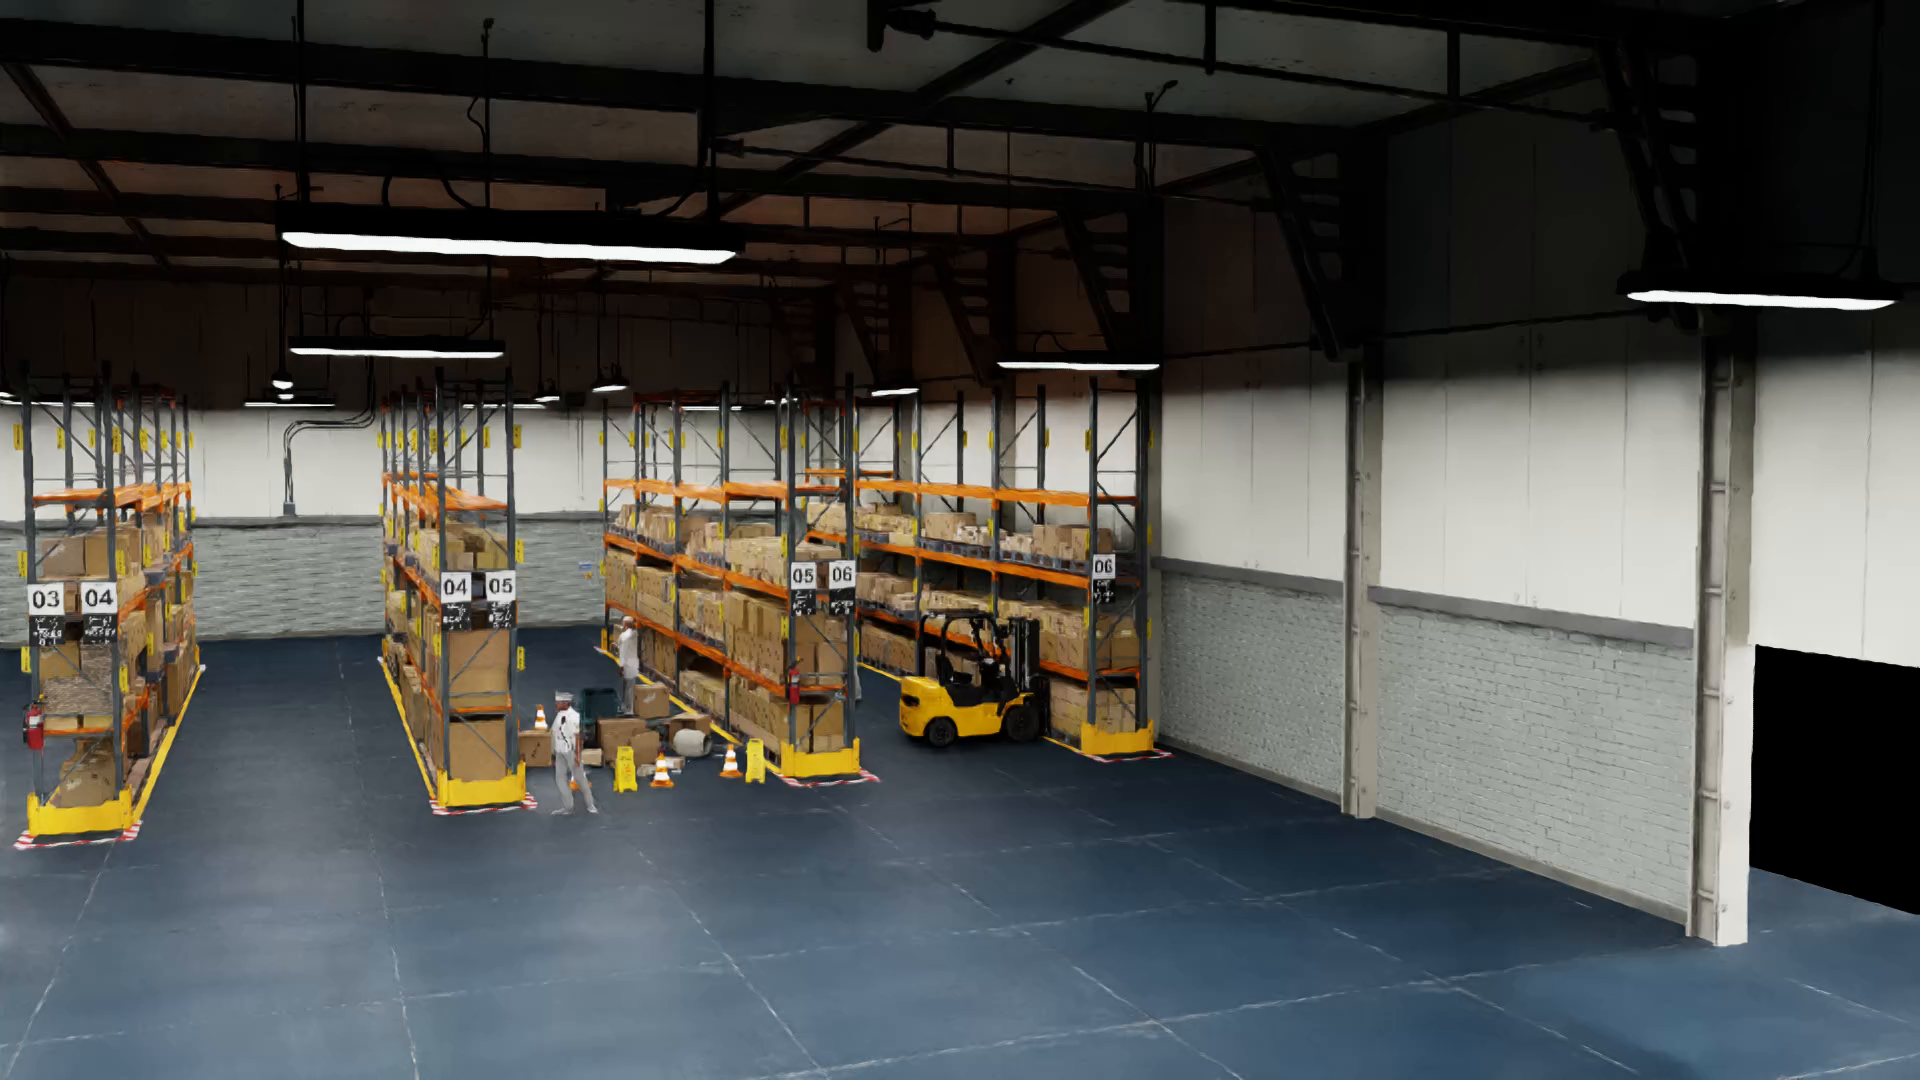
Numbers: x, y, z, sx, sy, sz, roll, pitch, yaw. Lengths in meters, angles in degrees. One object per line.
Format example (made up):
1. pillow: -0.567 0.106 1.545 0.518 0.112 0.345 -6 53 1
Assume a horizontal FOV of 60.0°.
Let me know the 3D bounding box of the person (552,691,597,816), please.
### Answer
1. person: -5.170 2.840 22.261 0.570 1.667 0.527 3 5 42

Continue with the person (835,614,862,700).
1. person: -2.157 2.223 32.055 0.569 1.668 0.561 0 3 6

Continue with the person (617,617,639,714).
1. person: -6.068 2.275 30.266 0.637 1.773 0.667 0 3 4
